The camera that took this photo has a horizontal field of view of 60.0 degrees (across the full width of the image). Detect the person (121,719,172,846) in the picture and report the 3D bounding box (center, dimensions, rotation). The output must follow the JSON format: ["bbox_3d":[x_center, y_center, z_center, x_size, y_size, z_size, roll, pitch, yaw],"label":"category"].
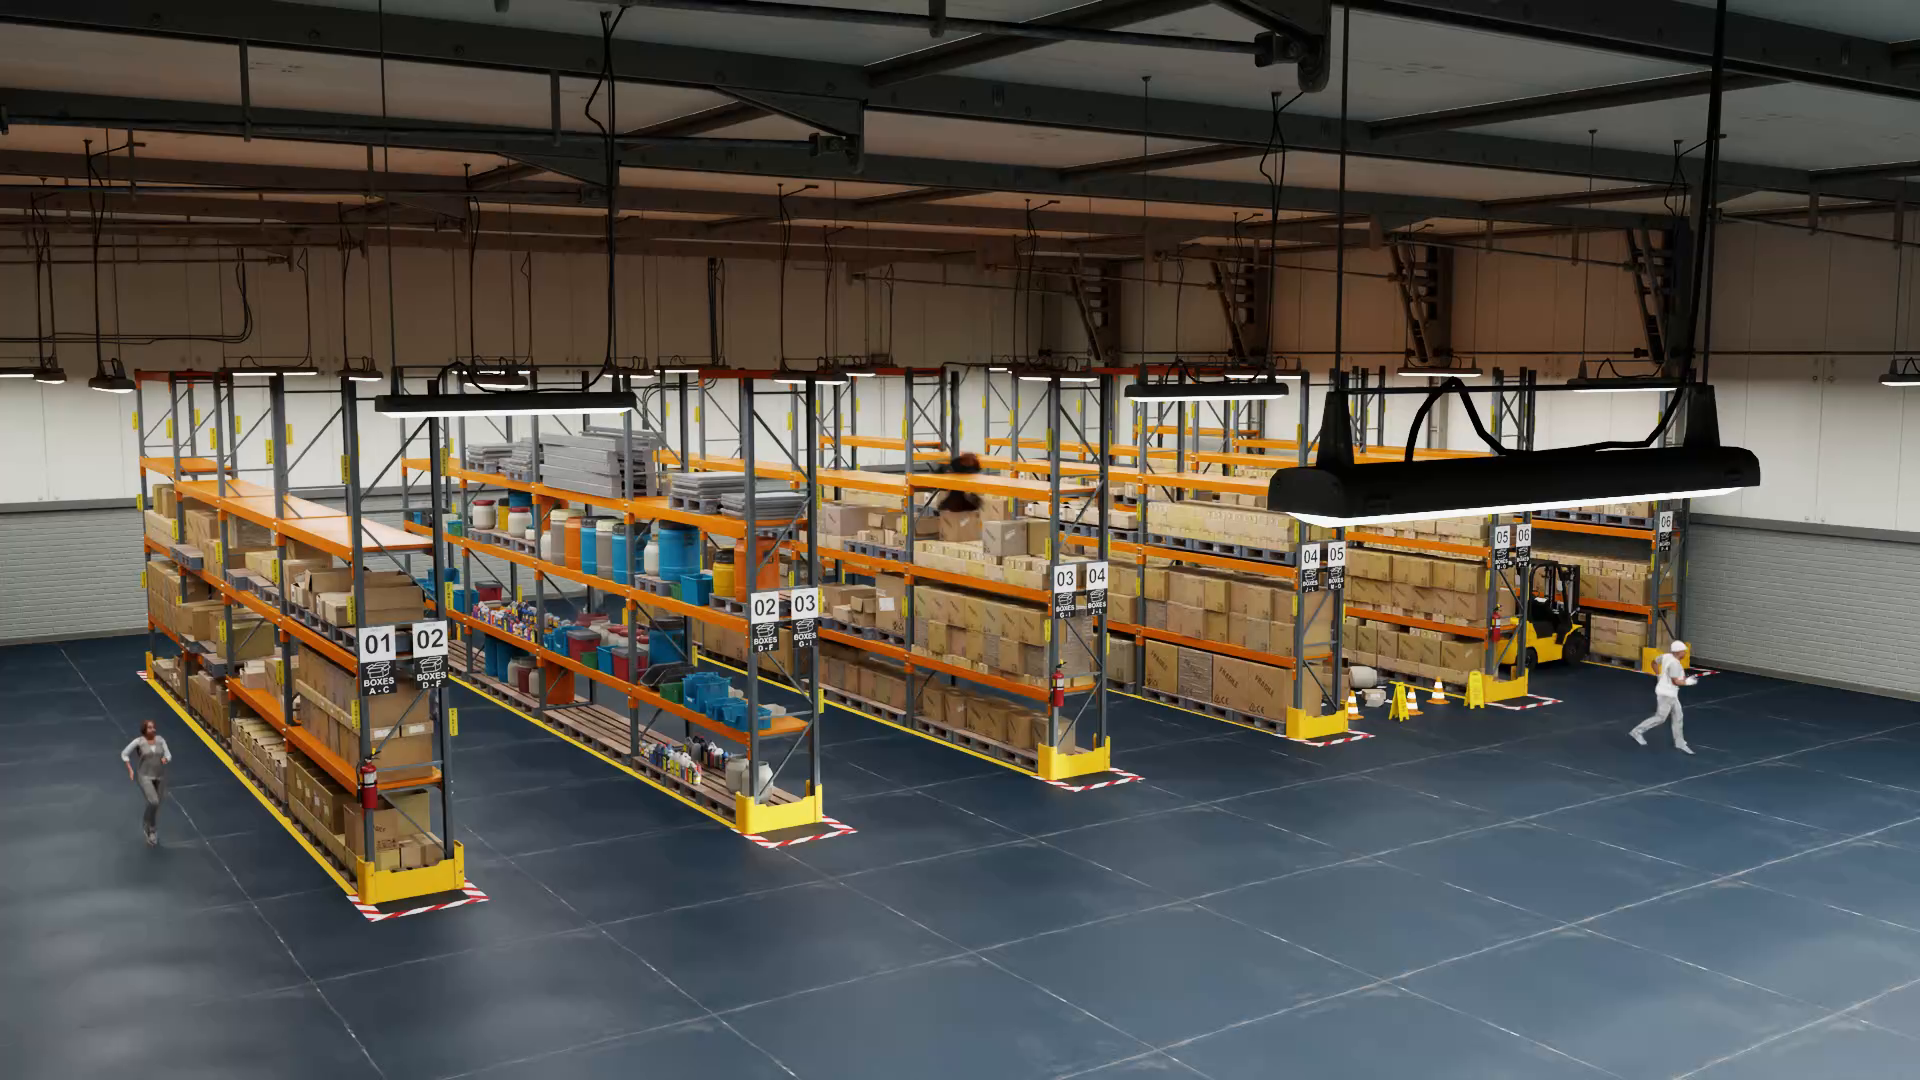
[{"bbox_3d":[-10.458,3.119,21.491,0.694,1.627,0.503,5,8,36],"label":"person"}]

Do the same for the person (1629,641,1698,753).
[{"bbox_3d":[11.181,2.491,26.413,0.976,1.813,0.712,2,7,16],"label":"person"}]

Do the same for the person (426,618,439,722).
[{"bbox_3d":[-9.030,2.235,28.452,0.632,1.823,0.705,-5,8,-40],"label":"person"}]

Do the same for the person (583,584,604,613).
[{"bbox_3d":[-8.560,1.110,39.007,0.605,1.657,0.552,-2,7,-21],"label":"person"}]
